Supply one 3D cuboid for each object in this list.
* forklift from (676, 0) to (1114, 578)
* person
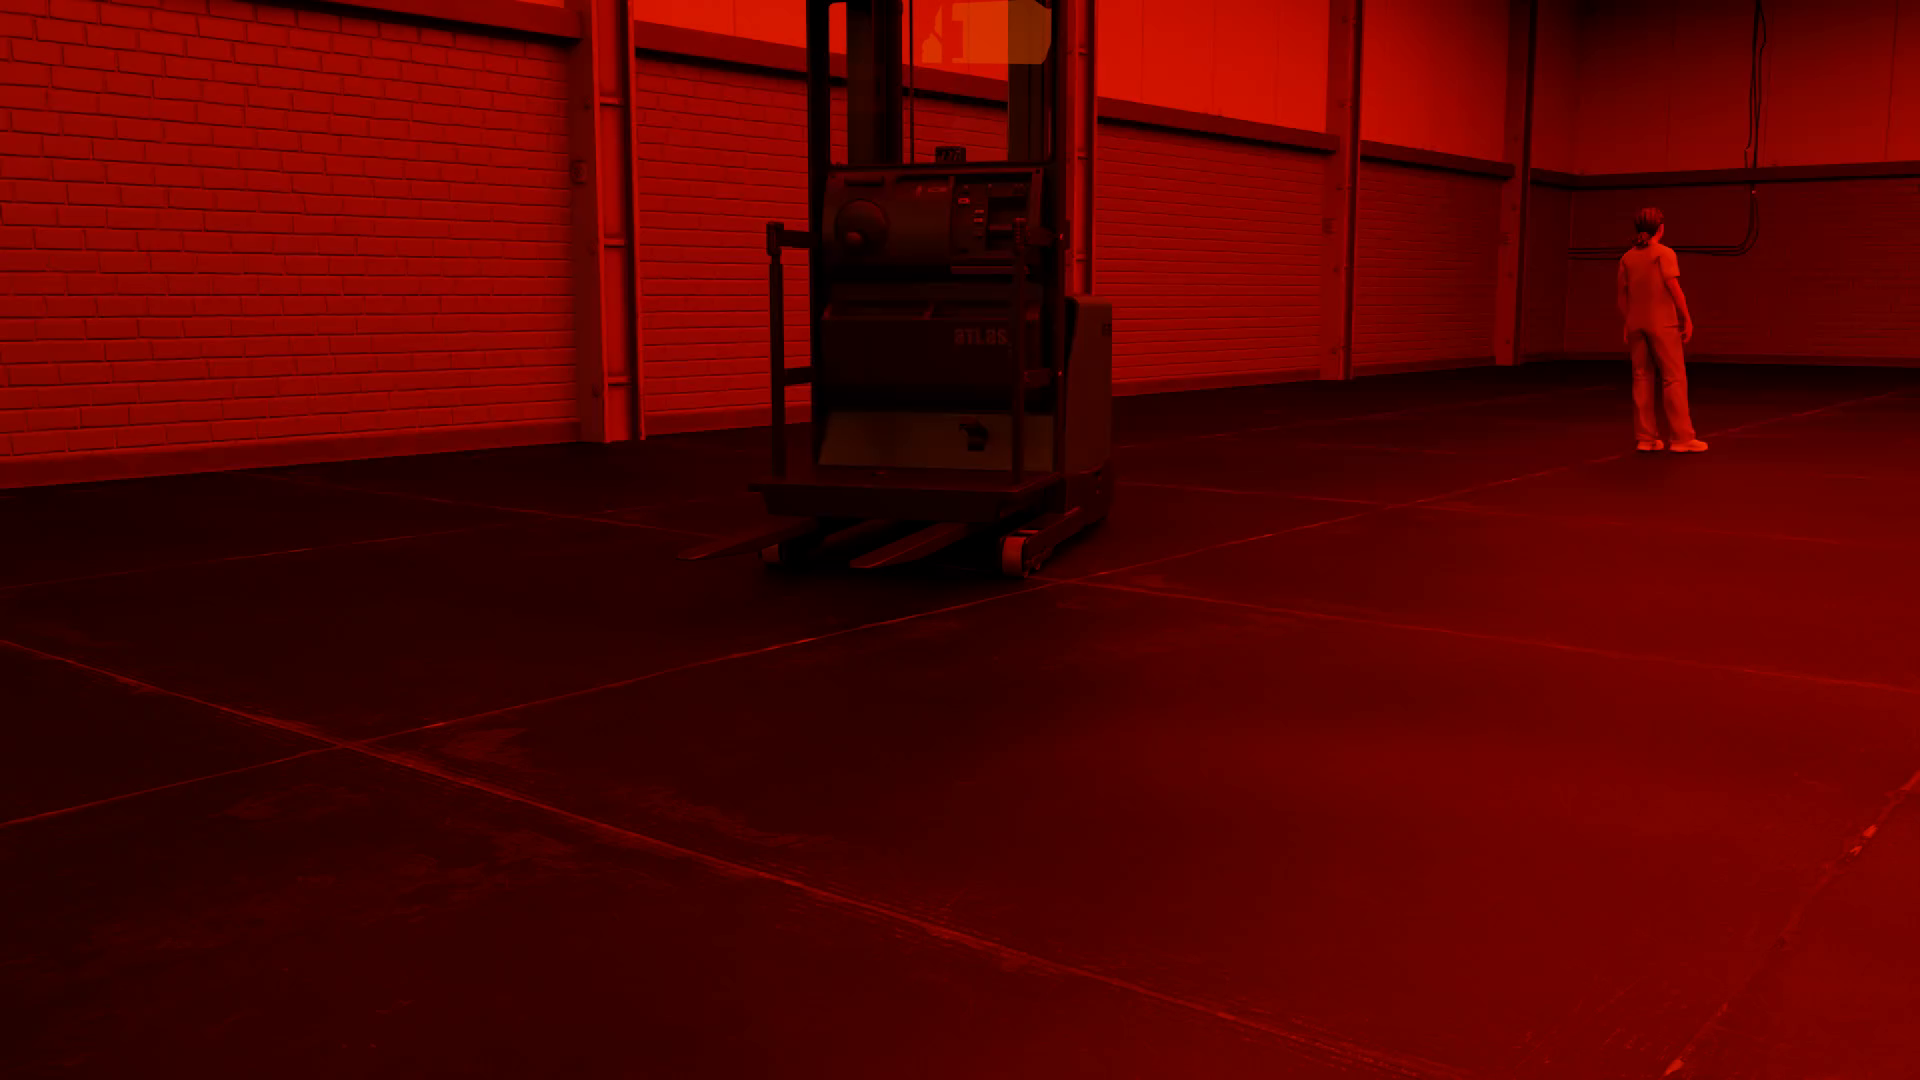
[{"bbox_3d":[-0.176,-1.366,6.616,1.130,2.935,3.031,3,9,17],"label":"forklift"},{"bbox_3d":[4.849,-1.456,11.529,0.546,1.676,0.545,-5,10,-31],"label":"person"}]
